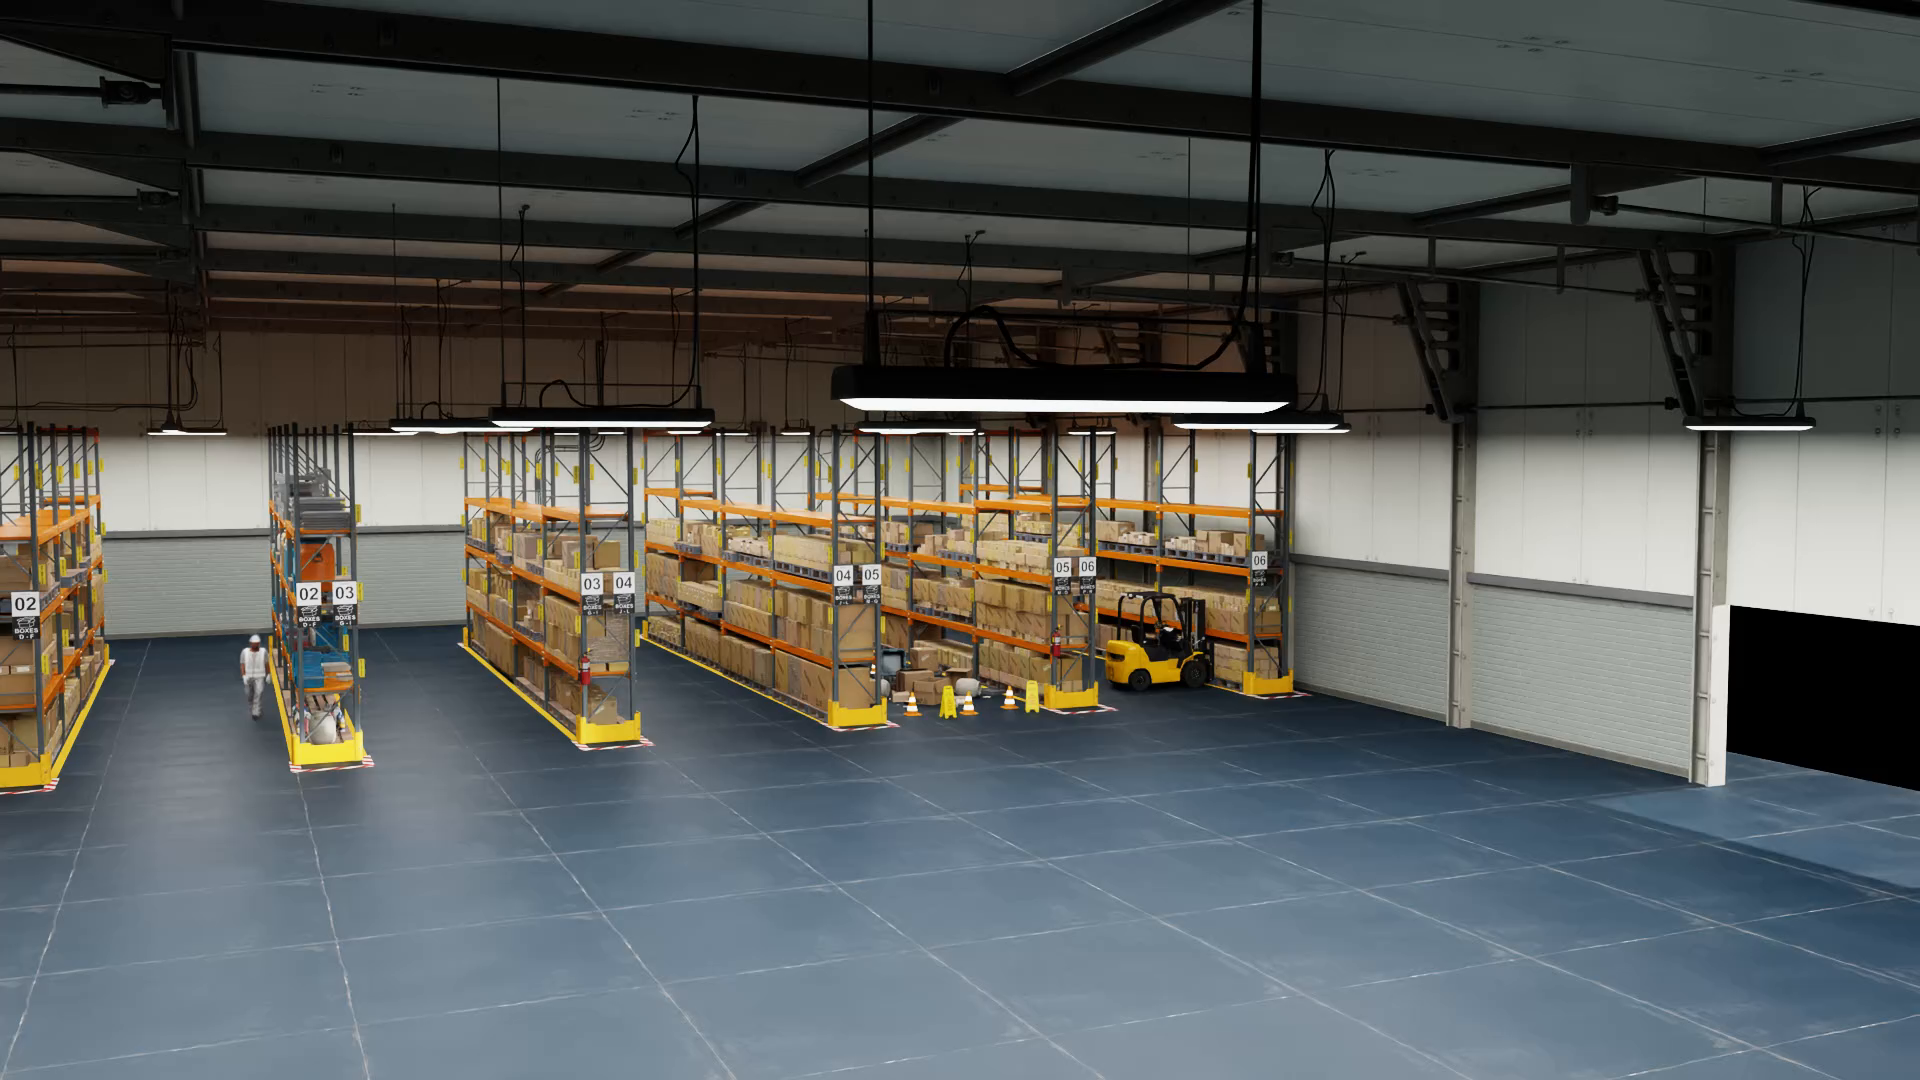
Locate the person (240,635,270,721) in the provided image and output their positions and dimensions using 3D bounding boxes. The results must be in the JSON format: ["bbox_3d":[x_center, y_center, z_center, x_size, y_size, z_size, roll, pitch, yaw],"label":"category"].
[{"bbox_3d":[-14.404,2.792,33.929,0.547,1.702,1.140,-1,4,-16],"label":"person"}]
